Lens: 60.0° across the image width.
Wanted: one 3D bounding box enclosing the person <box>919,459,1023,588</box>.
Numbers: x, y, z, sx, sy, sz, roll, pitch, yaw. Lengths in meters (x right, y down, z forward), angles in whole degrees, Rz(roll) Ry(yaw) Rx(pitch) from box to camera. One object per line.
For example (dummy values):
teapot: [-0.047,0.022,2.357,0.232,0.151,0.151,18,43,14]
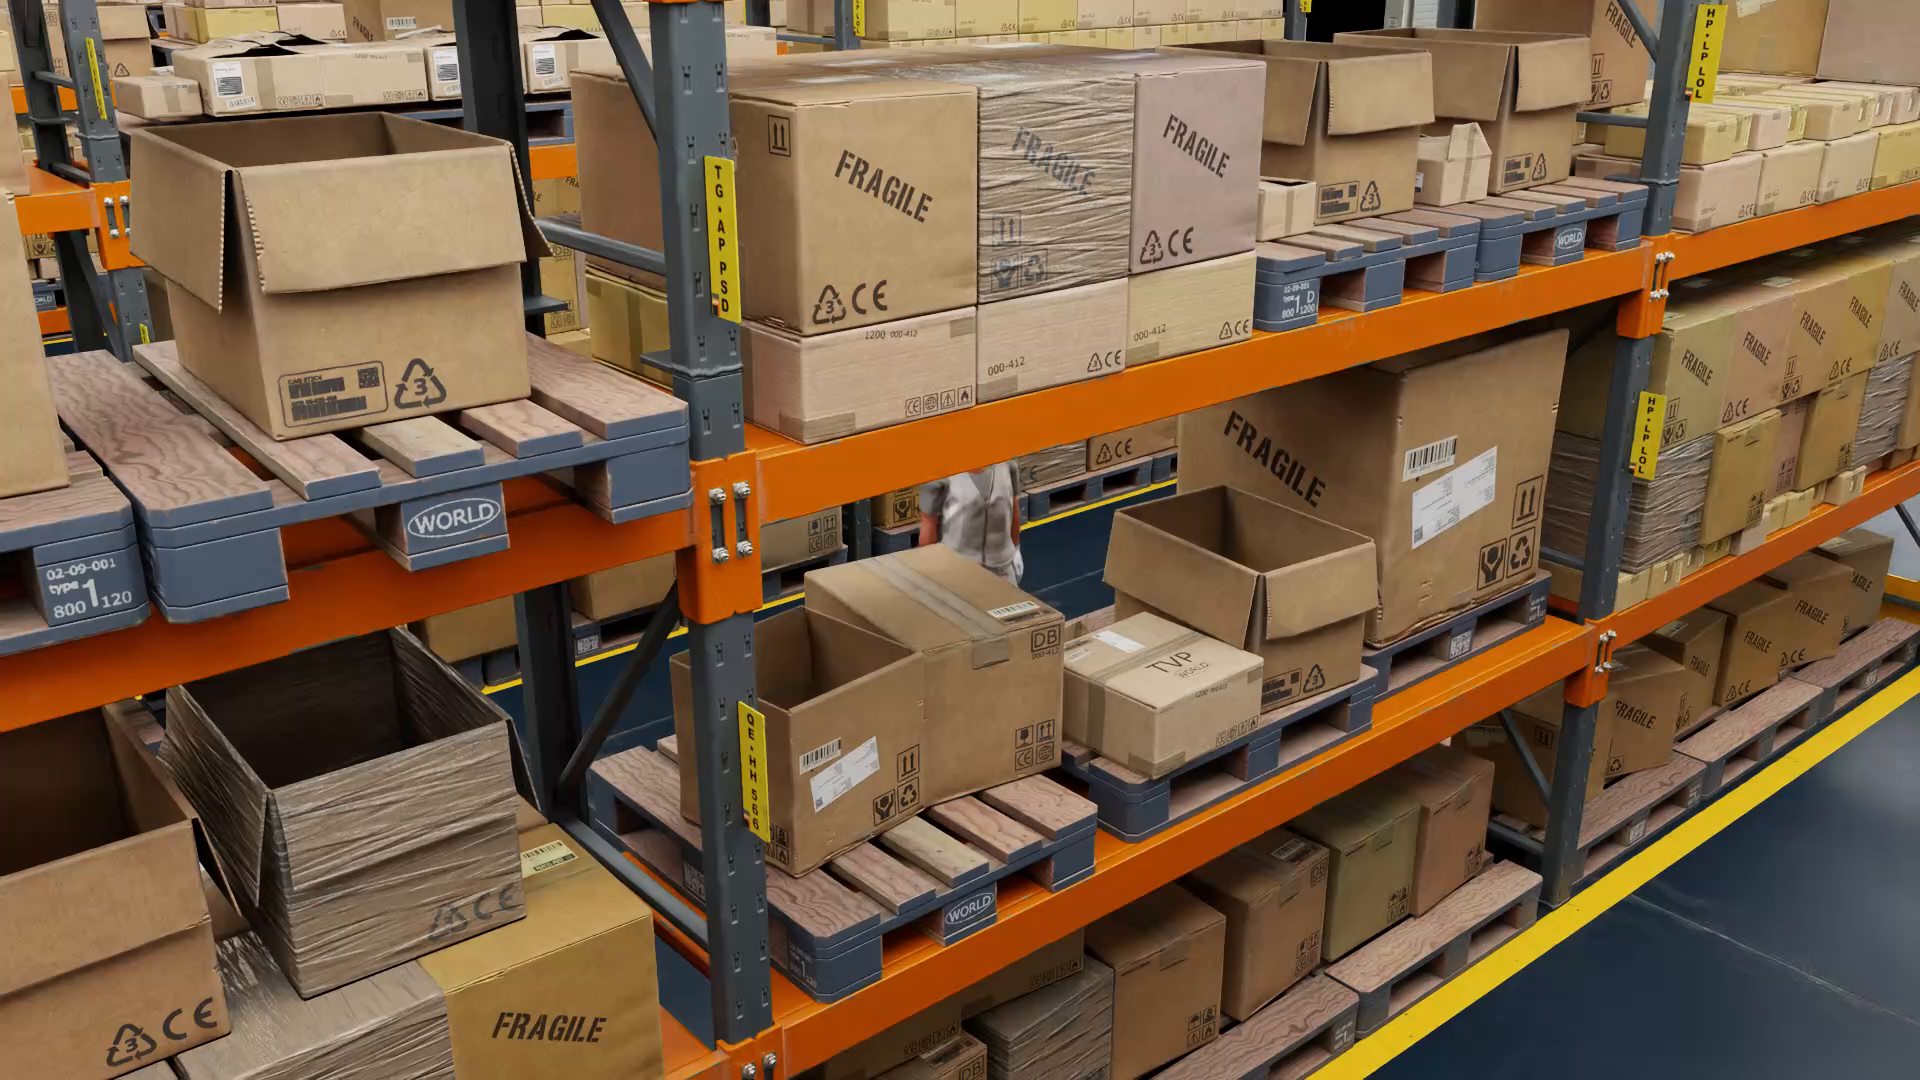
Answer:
person: [0.067,0.157,8.143,0.577,1.821,0.609,-7,22,-18]
